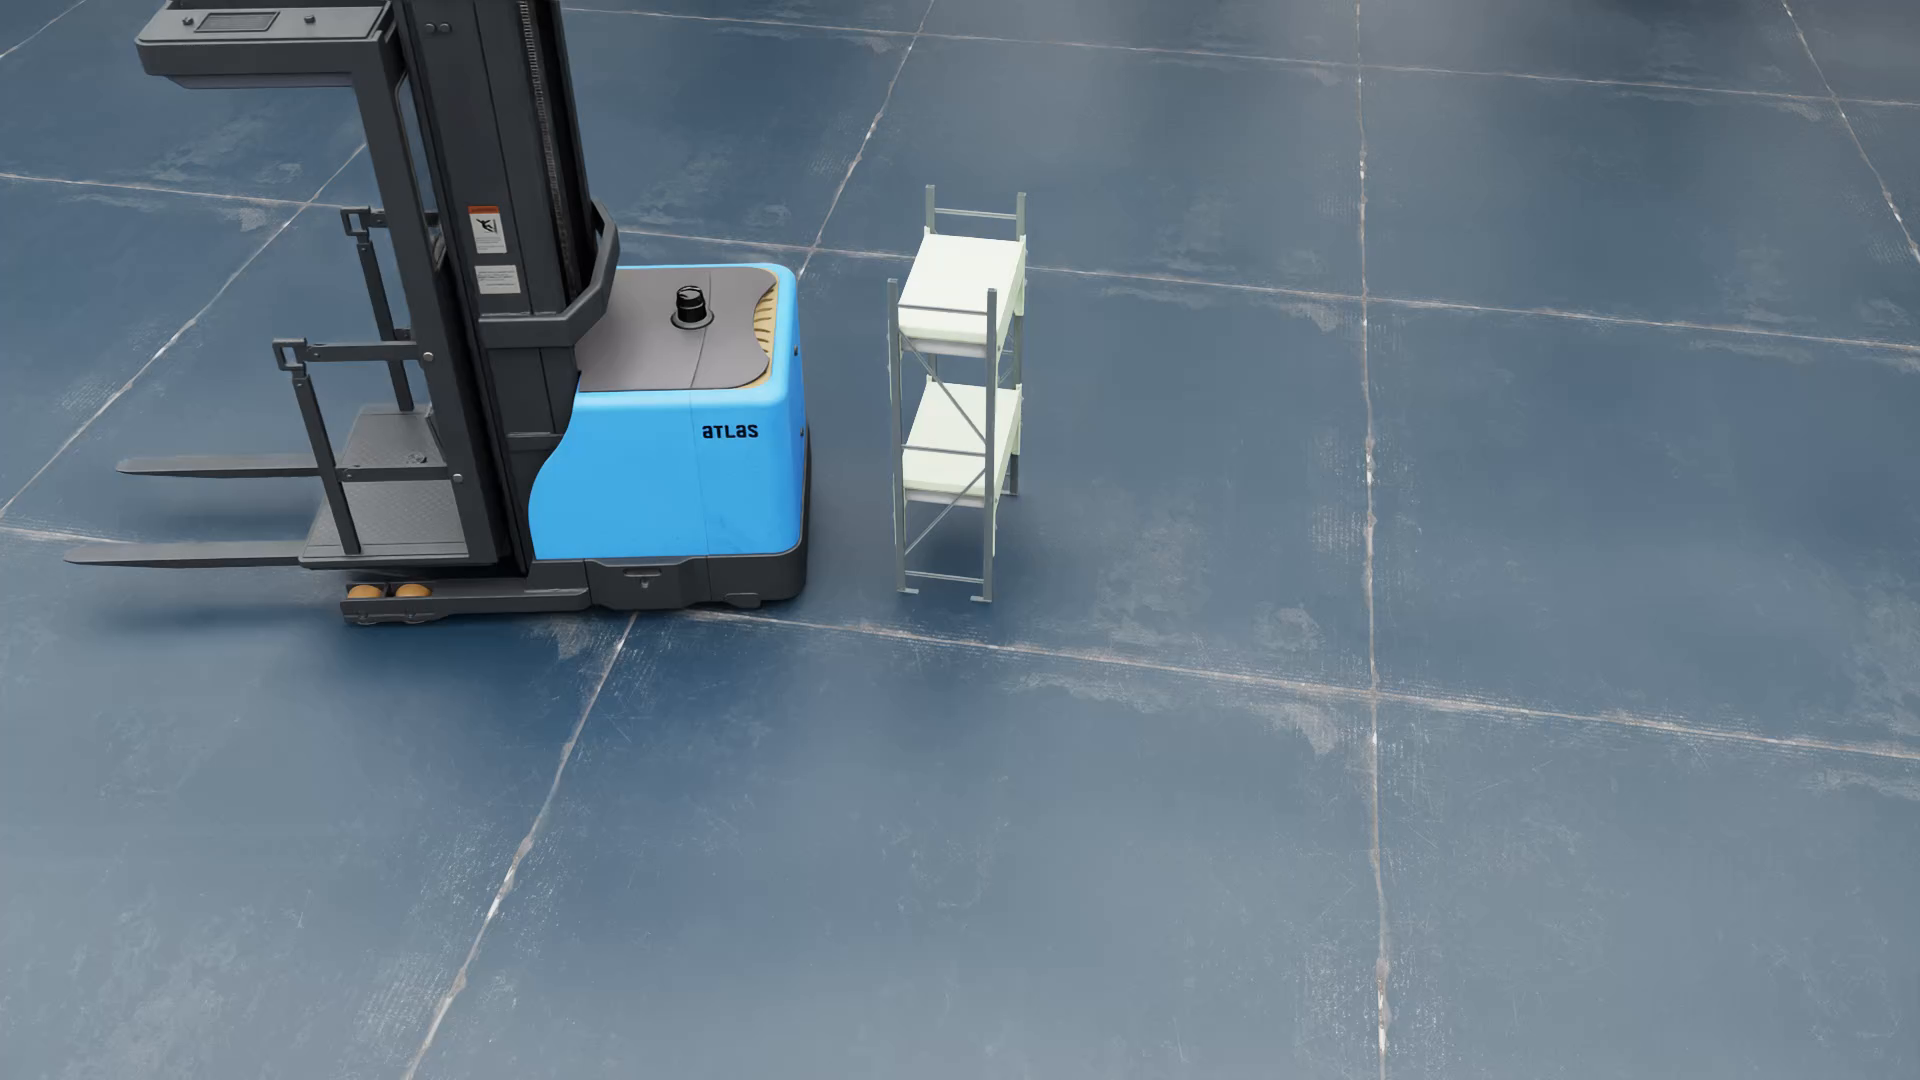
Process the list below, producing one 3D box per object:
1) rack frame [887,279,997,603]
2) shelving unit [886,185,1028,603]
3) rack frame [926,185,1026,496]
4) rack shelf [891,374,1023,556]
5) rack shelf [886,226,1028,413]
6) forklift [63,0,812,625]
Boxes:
[{"bbox_3d":[-0.064,-0.344,6.489,0.400,1.500,0.023,6,40,8],"label":"rack frame"},{"bbox_3d":[-0.001,-0.574,6.767,0.431,1.500,0.755,6,40,8],"label":"shelving unit"},{"bbox_3d":[0.062,-0.804,7.045,0.400,1.500,0.023,6,40,8],"label":"rack frame"},{"bbox_3d":[-0.001,-0.323,6.975,0.431,0.370,0.720,6,40,8],"label":"rack shelf"},{"bbox_3d":[-0.001,-0.875,6.518,0.431,0.370,0.720,6,40,8],"label":"rack shelf"},{"bbox_3d":[-2.173,-1.126,6.312,3.031,2.935,1.130,-1,40,-2],"label":"forklift"}]
